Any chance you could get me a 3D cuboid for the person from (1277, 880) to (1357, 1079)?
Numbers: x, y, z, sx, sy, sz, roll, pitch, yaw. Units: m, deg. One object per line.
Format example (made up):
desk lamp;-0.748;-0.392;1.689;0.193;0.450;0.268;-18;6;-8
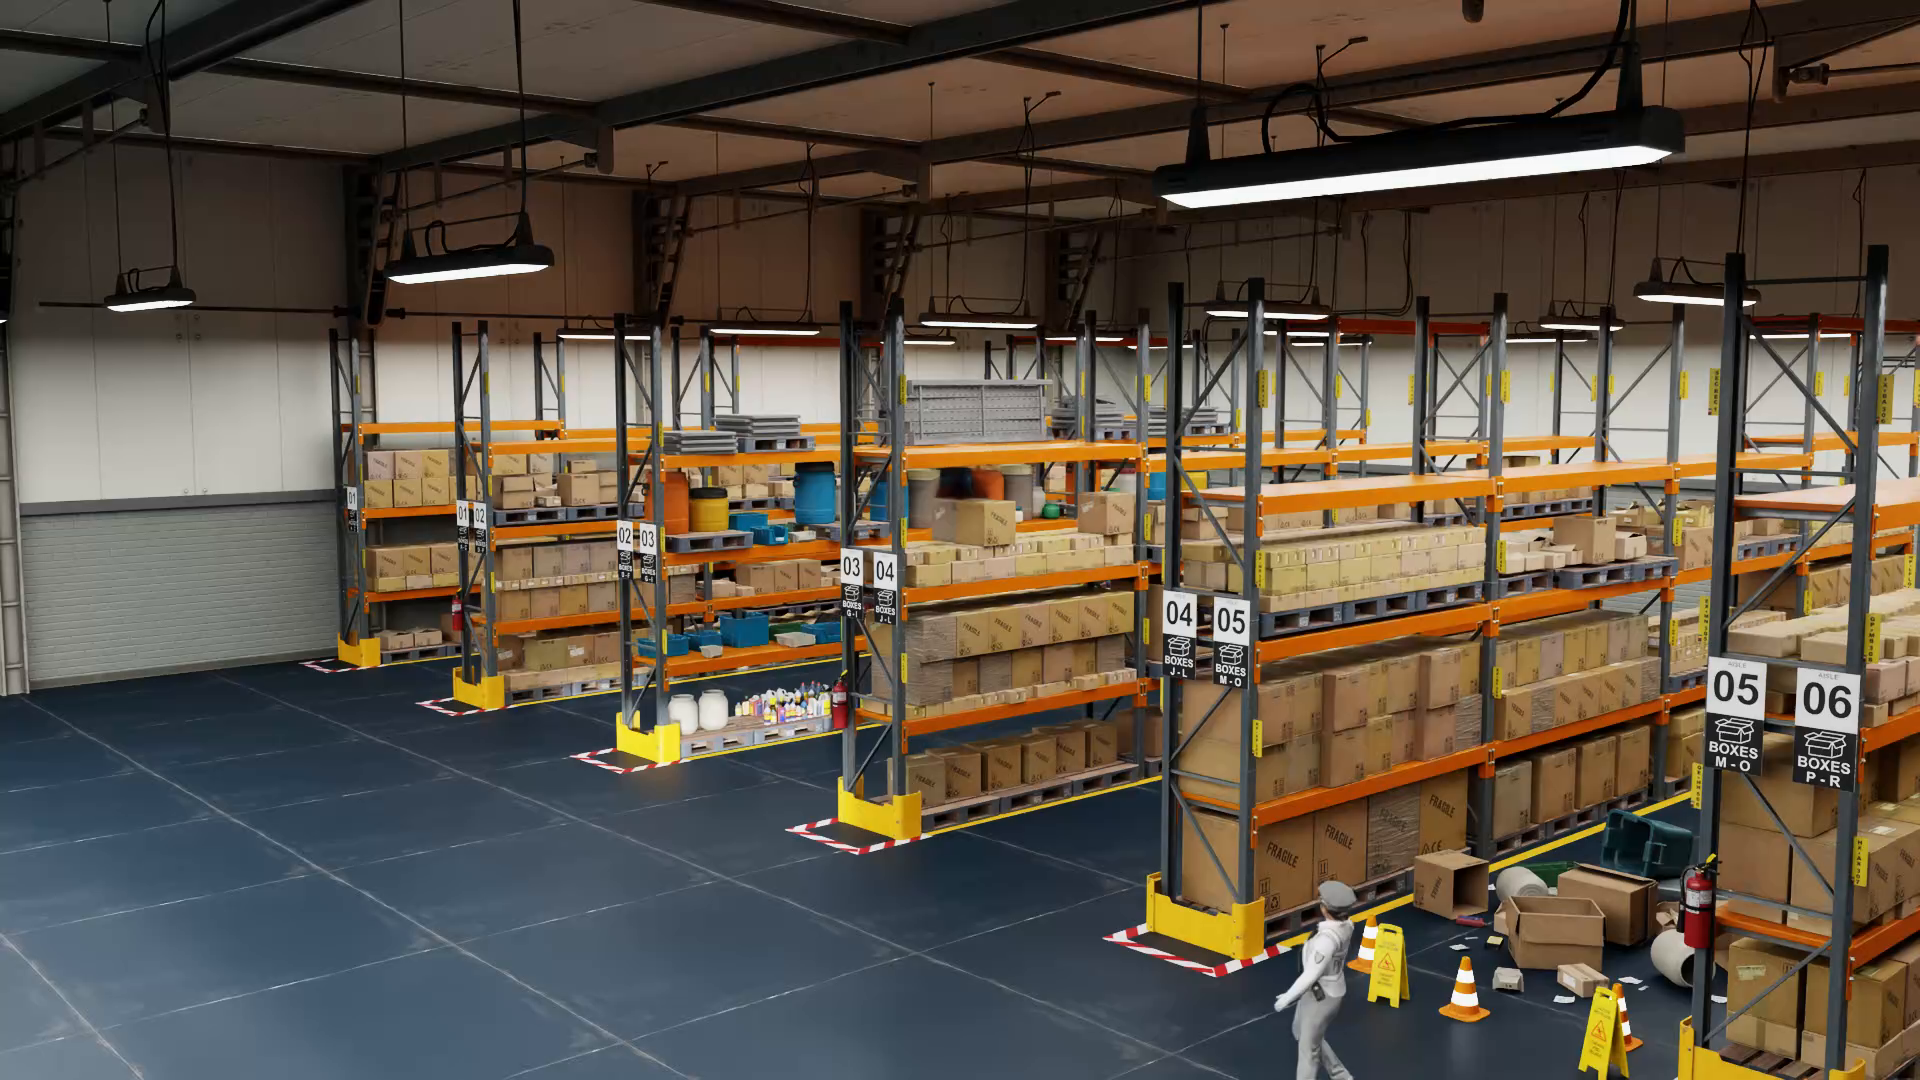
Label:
person;2.471;3.188;11.639;0.530;1.673;0.541;0;6;1
